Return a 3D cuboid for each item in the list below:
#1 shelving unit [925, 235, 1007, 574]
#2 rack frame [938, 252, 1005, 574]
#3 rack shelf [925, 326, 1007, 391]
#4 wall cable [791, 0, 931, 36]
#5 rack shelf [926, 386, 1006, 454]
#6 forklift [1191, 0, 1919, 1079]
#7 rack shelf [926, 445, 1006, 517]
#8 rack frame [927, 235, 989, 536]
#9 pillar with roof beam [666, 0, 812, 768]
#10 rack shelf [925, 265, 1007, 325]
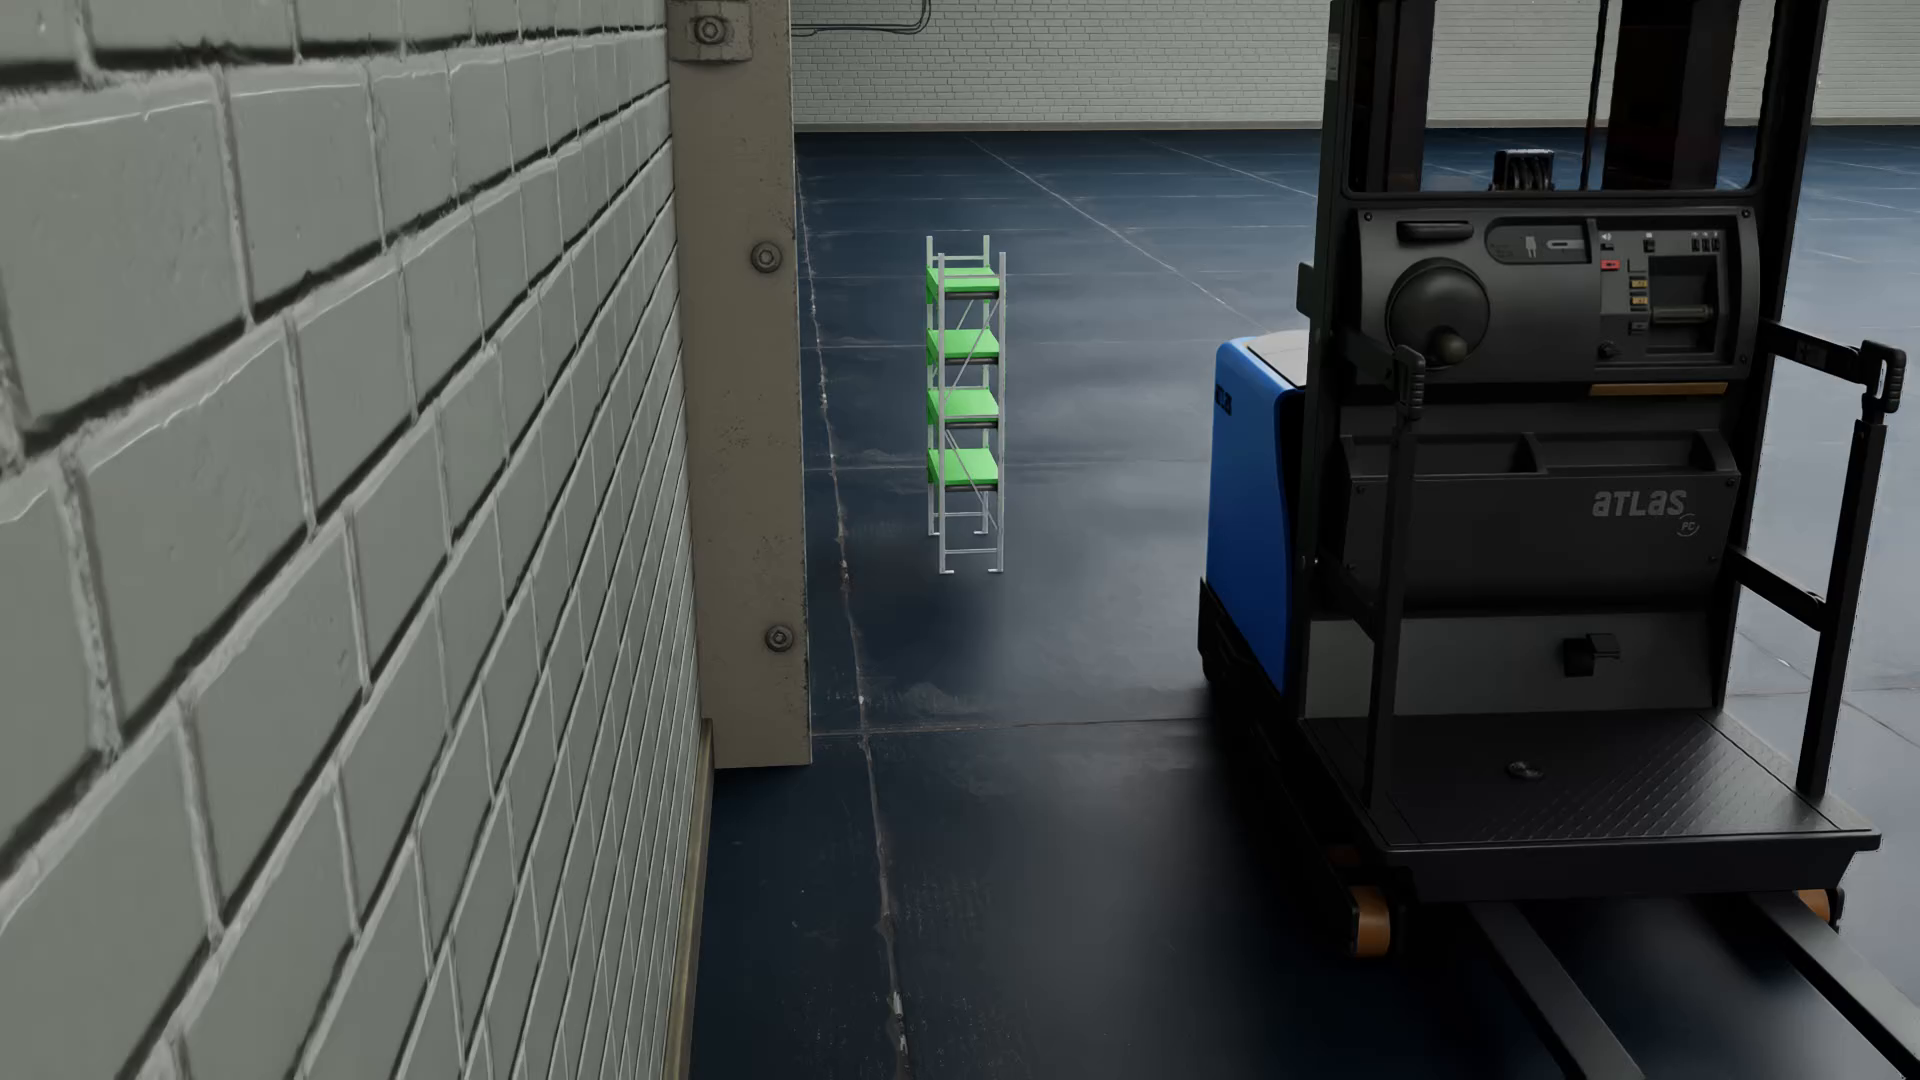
[{"bbox_3d":[0.017,-0.523,6.340,0.258,1.200,0.503,-2,18,-6],"label":"shelving unit"},{"bbox_3d":[0.042,-0.450,6.109,0.240,1.200,0.015,-2,18,-6],"label":"rack frame"},{"bbox_3d":[0.017,-0.691,6.288,0.258,0.148,0.480,-2,18,-6],"label":"rack shelf"},{"bbox_3d":[-2.054,-10.306,29.664,3.097,2.526,0.112,-2,18,-6],"label":"wall cable"},{"bbox_3d":[0.017,-0.462,6.359,0.258,0.148,0.480,-2,18,-6],"label":"rack shelf"},{"bbox_3d":[1.372,-0.600,3.693,1.130,2.935,3.031,-1,17,-4],"label":"forklift"},{"bbox_3d":[0.017,-0.233,6.431,0.258,0.148,0.480,-2,18,-6],"label":"rack shelf"},{"bbox_3d":[-0.008,-0.596,6.572,0.240,1.200,0.015,-2,18,-6],"label":"rack frame"},{"bbox_3d":[3.692,-3.851,3.921,9.100,9.000,0.400,-2,18,-6],"label":"pillar with roof beam"},{"bbox_3d":[0.017,-0.920,6.216,0.258,0.148,0.480,-2,18,-6],"label":"rack shelf"}]
